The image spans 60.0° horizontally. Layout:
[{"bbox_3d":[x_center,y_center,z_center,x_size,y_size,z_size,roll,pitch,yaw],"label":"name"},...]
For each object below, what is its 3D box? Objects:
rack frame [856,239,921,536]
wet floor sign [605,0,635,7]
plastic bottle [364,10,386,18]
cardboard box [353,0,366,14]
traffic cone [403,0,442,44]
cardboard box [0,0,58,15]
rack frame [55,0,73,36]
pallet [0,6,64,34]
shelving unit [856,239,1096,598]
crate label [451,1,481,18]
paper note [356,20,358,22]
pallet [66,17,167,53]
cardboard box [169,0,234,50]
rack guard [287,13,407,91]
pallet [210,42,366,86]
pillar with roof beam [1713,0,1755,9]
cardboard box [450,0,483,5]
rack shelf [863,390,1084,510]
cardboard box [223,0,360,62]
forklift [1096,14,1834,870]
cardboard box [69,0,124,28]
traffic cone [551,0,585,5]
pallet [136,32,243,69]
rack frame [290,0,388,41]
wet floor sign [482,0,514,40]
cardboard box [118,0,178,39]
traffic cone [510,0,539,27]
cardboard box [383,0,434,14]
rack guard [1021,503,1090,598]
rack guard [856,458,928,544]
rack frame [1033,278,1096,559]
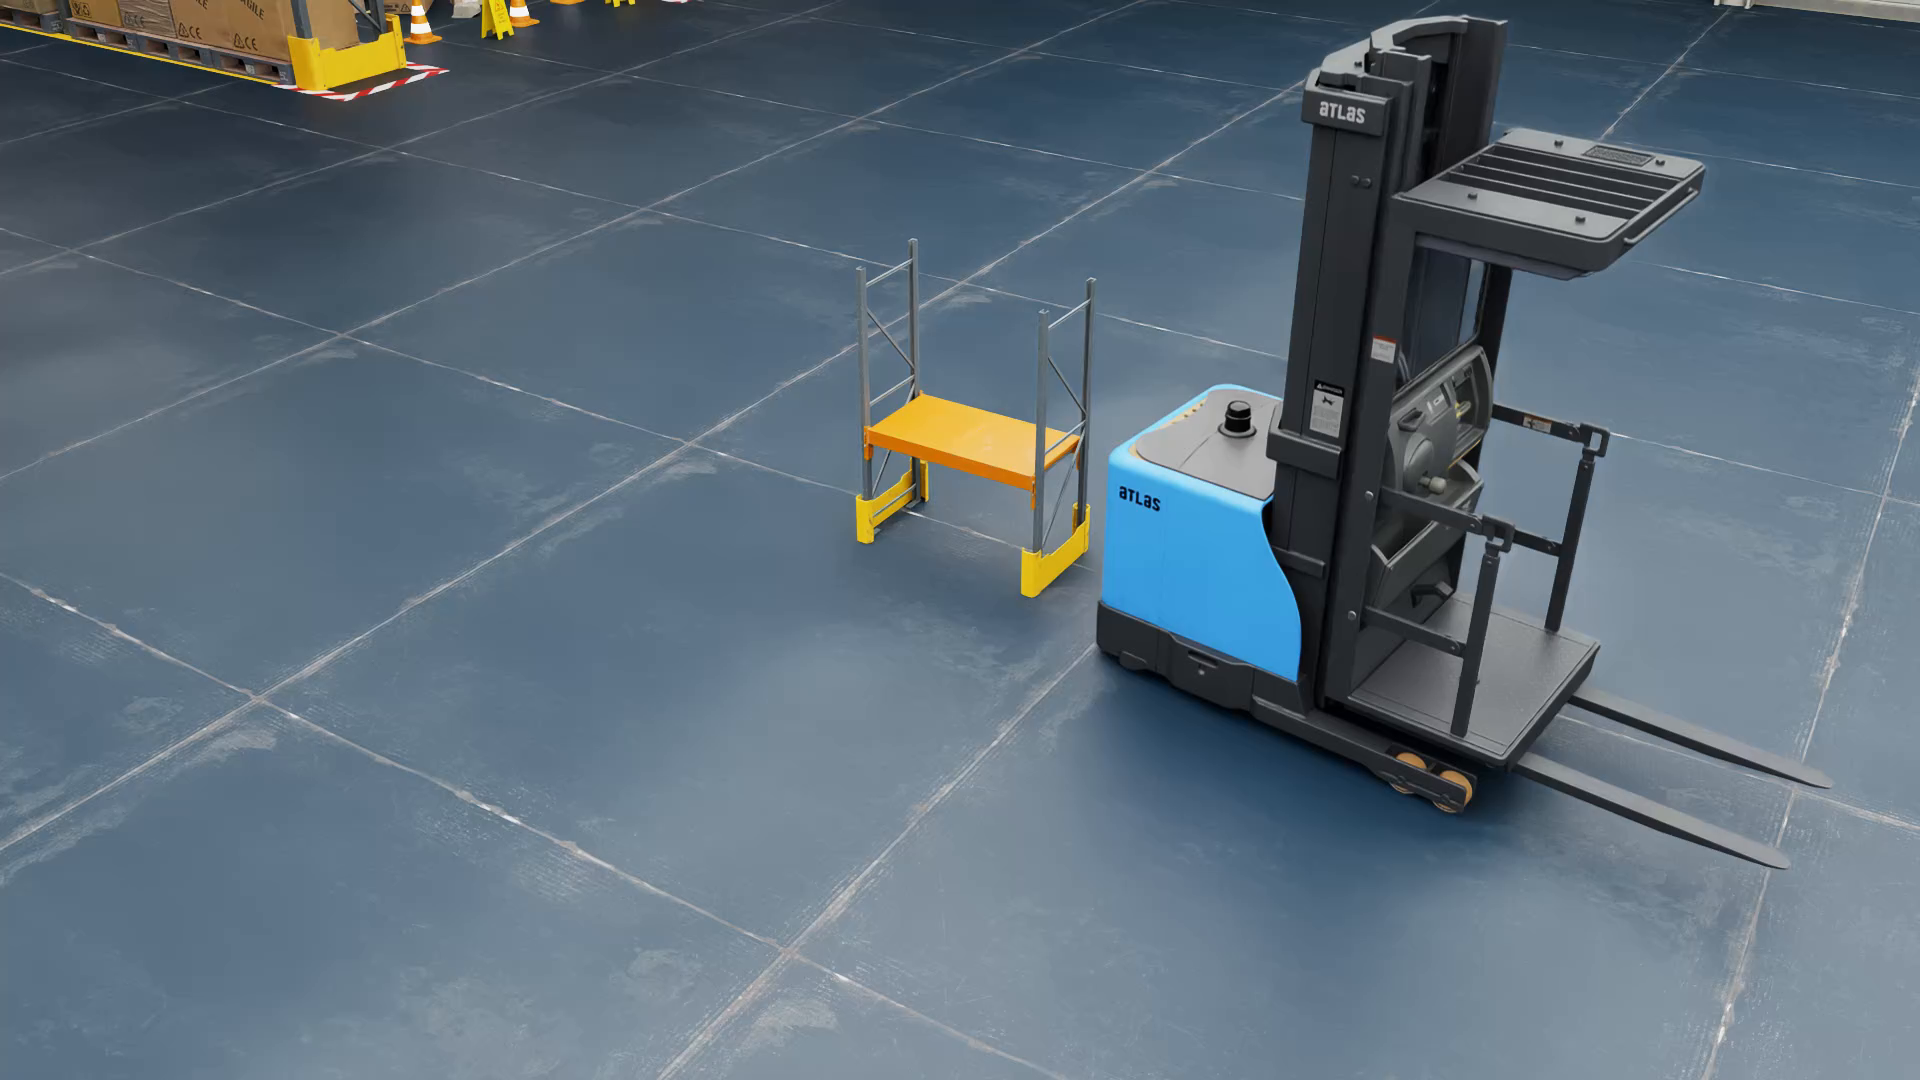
[{"bbox_3d":[-0.358,-0.761,8.566,0.032,1.500,0.500,18,35,27],"label":"rack frame"},{"bbox_3d":[-4.000,-6.592,19.410,0.267,0.644,0.232,-21,36,-32],"label":"wet floor sign"},{"bbox_3d":[-6.702,-5.994,18.963,0.283,0.061,0.133,6,31,10],"label":"plastic bottle"},{"bbox_3d":[-7.091,-6.193,19.103,0.258,0.266,0.396,24,38,35],"label":"cardboard box"},{"bbox_3d":[-5.833,-5.630,17.941,0.334,0.463,0.336,18,35,27],"label":"traffic cone"},{"bbox_3d":[-10.100,-6.386,18.536,0.750,0.750,1.050,17,34,27],"label":"cardboard box"},{"bbox_3d":[-9.526,-7.049,17.855,0.127,3.000,1.000,18,35,27],"label":"rack frame"},{"bbox_3d":[-10.220,-6.019,18.857,1.213,0.211,1.003,18,35,27],"label":"pallet"},{"bbox_3d":[0.065,-0.627,8.337,1.083,1.500,0.587,18,35,27],"label":"shelving unit"},{"bbox_3d":[-5.643,-6.064,19.009,0.298,0.136,0.250,1,30,2],"label":"crate label"},{"bbox_3d":[-6.837,-5.870,18.803,0.032,0.001,0.123,-15,33,-24],"label":"paper note"},{"bbox_3d":[-8.924,-5.607,18.152,1.213,0.211,1.003,18,35,27],"label":"pallet"},{"bbox_3d":[-7.494,-5.629,17.114,0.875,0.875,0.875,17,34,27],"label":"cardboard box"},{"bbox_3d":[-6.118,-4.891,16.638,0.348,0.500,1.175,18,35,27],"label":"rack guard"},{"bbox_3d":[-6.857,-4.953,17.031,1.213,0.211,1.003,18,35,27],"label":"pallet"},{"bbox_3d":[6.808,-8.347,14.127,0.400,9.000,9.100,18,35,27],"label":"pillar with roof beam"},{"bbox_3d":[-5.776,-6.374,19.529,0.380,0.149,0.250,-15,33,-24],"label":"cardboard box"},{"bbox_3d":[0.072,-0.470,8.424,1.000,0.185,0.538,18,35,27],"label":"rack shelf"},{"bbox_3d":[-6.748,-5.394,16.711,0.875,0.875,0.875,18,35,28],"label":"cardboard box"},{"bbox_3d":[2.106,-0.451,6.614,3.031,2.935,1.130,22,37,33],"label":"forklift"},{"bbox_3d":[-9.031,-6.114,17.945,0.875,0.875,0.875,18,35,28],"label":"cardboard box"},{"bbox_3d":[-4.642,-6.586,19.579,0.334,0.463,0.336,18,35,27],"label":"traffic cone"},{"bbox_3d":[-7.886,-5.281,17.592,1.213,0.211,1.003,18,35,27],"label":"pallet"},{"bbox_3d":[-6.138,-5.977,16.019,0.127,3.000,1.000,18,35,27],"label":"rack frame"},{"bbox_3d":[-5.061,-5.797,18.047,0.232,0.644,0.267,12,32,19],"label":"wet floor sign"},{"bbox_3d":[-8.265,-5.874,17.534,0.875,0.875,0.875,18,35,28],"label":"cardboard box"},{"bbox_3d":[-4.945,-6.021,18.611,0.334,0.463,0.336,18,35,27],"label":"traffic cone"},{"bbox_3d":[-6.426,-6.429,19.270,0.637,0.503,0.797,-4,30,-7],"label":"cardboard box"},{"bbox_3d":[0.486,0.046,8.423,0.087,0.250,0.587,18,35,27],"label":"rack guard"},{"bbox_3d":[-0.357,-0.221,8.881,0.087,0.250,0.587,18,35,27],"label":"rack guard"},{"bbox_3d":[0.503,-0.489,8.099,0.032,1.500,0.500,18,35,27],"label":"rack frame"}]
